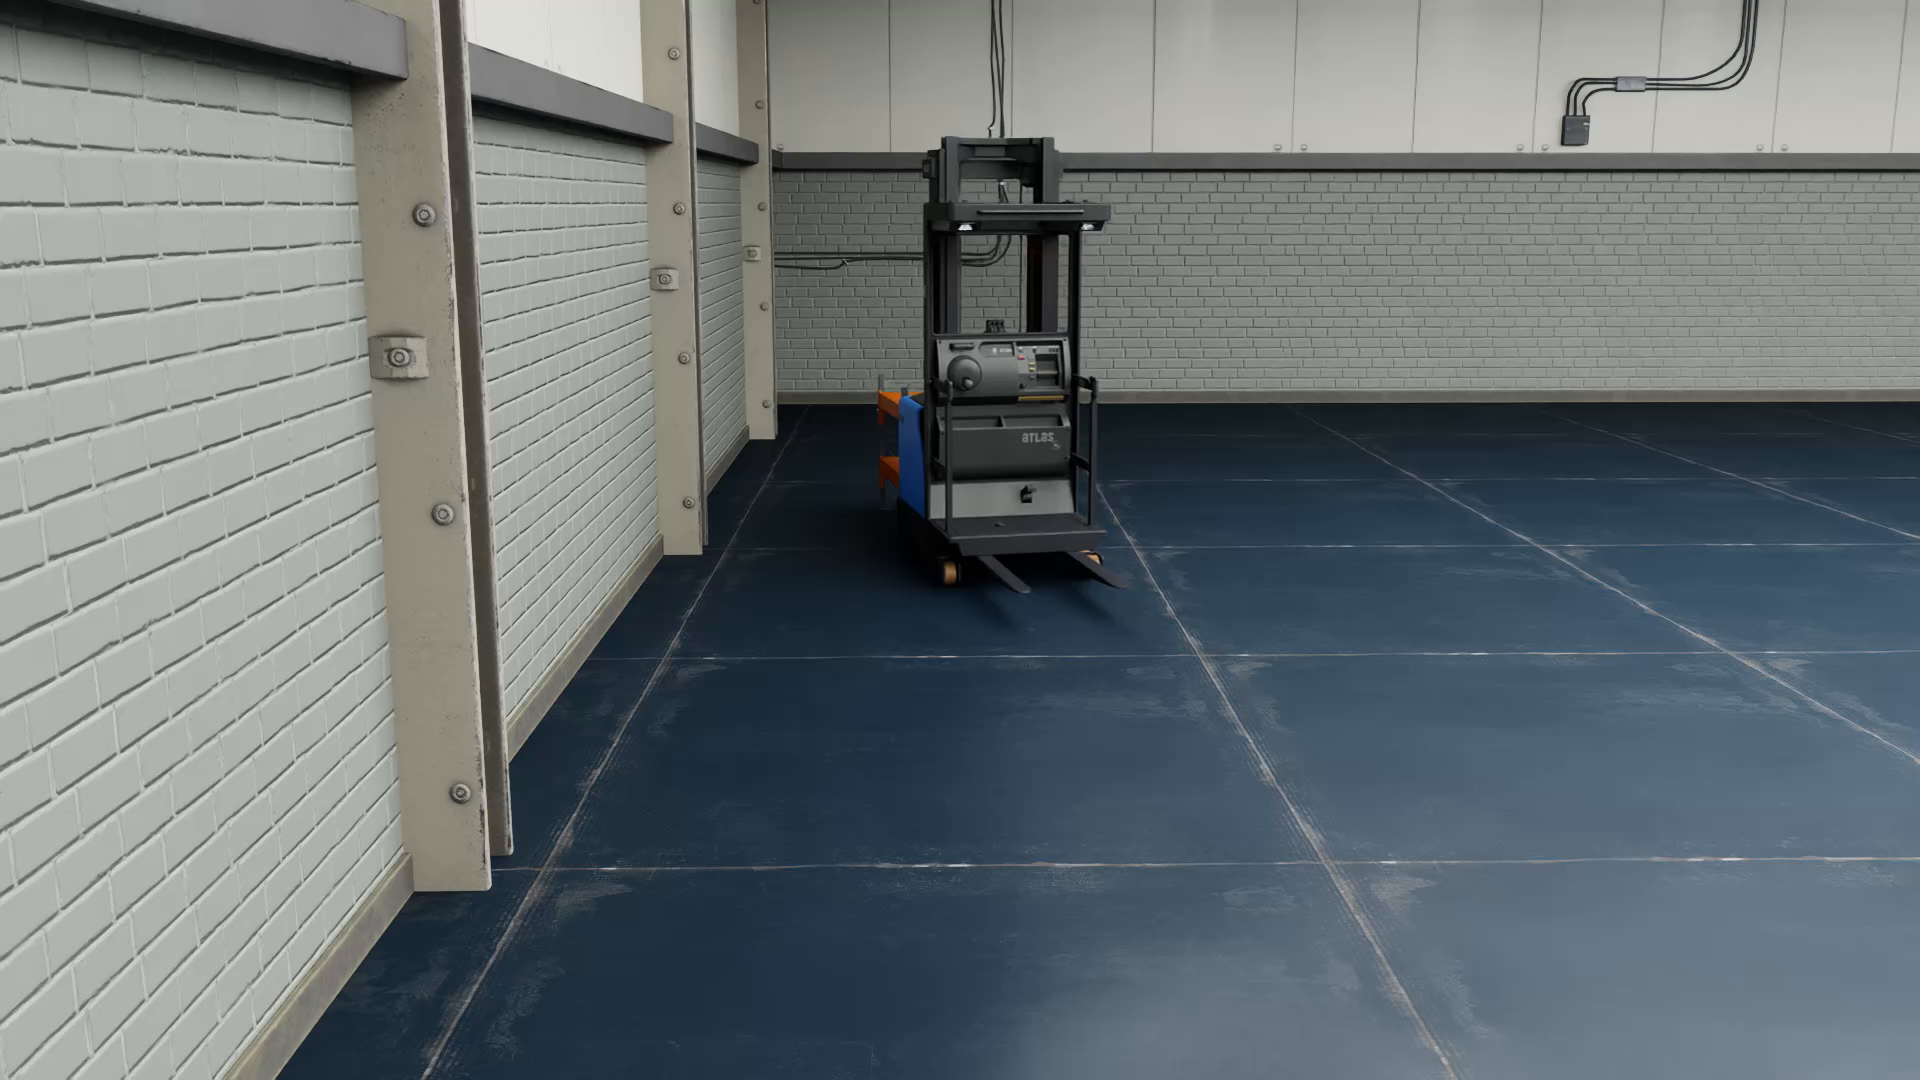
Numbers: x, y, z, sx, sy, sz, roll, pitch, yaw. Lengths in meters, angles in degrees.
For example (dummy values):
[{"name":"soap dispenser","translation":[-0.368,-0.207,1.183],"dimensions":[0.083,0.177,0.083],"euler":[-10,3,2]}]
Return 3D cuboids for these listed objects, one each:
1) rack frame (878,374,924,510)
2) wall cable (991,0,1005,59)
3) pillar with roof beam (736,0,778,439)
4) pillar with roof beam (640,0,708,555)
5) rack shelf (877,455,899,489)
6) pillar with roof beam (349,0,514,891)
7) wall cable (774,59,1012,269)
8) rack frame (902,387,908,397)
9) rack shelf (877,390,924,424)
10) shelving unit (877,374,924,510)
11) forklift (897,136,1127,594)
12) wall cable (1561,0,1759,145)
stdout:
[{"name":"rack frame","translation":[-0.423,-0.818,13.764],"dimensions":[0.500,1.125,0.032],"euler":[-3,12,-13]},{"name":"wall cable","translation":[1.811,-7.091,19.988],"dimensions":[3.097,2.526,0.112],"euler":[0,11,-1]},{"name":"pillar with roof beam","translation":[2.149,-5.554,17.301],"dimensions":[9.100,9.000,0.400],"euler":[0,11,-1]},{"name":"pillar with roof beam","translation":[2.273,-4.361,11.422],"dimensions":[9.100,9.000,0.400],"euler":[0,11,-1]},{"name":"rack shelf","translation":[-0.310,-0.480,13.327],"dimensions":[0.538,0.278,1.000],"euler":[-3,12,-13]},{"name":"pillar with roof beam","translation":[2.397,-3.168,5.543],"dimensions":[9.100,9.000,0.400],"euler":[0,11,-1]},{"name":"wall cable","translation":[-0.894,-4.605,20.436],"dimensions":[3.097,2.526,0.112],"euler":[0,11,-1]},{"name":"rack frame","translation":[-0.198,-0.621,12.792],"dimensions":[0.500,1.125,0.032],"euler":[-3,12,-13]},{"name":"rack shelf","translation":[-0.310,-1.007,13.220],"dimensions":[0.538,0.278,1.000],"euler":[-3,12,-13]},{"name":"shelving unit","translation":[-0.310,-0.720,13.278],"dimensions":[0.538,1.125,1.048],"euler":[-3,12,-13]},{"name":"forklift","translation":[0.348,-1.213,11.168],"dimensions":[1.130,2.935,3.031],"euler":[-3,12,-13]},{"name":"wall cable","translation":[8.598,-7.830,19.966],"dimensions":[2.305,6.003,0.169],"euler":[0,11,-1]}]
